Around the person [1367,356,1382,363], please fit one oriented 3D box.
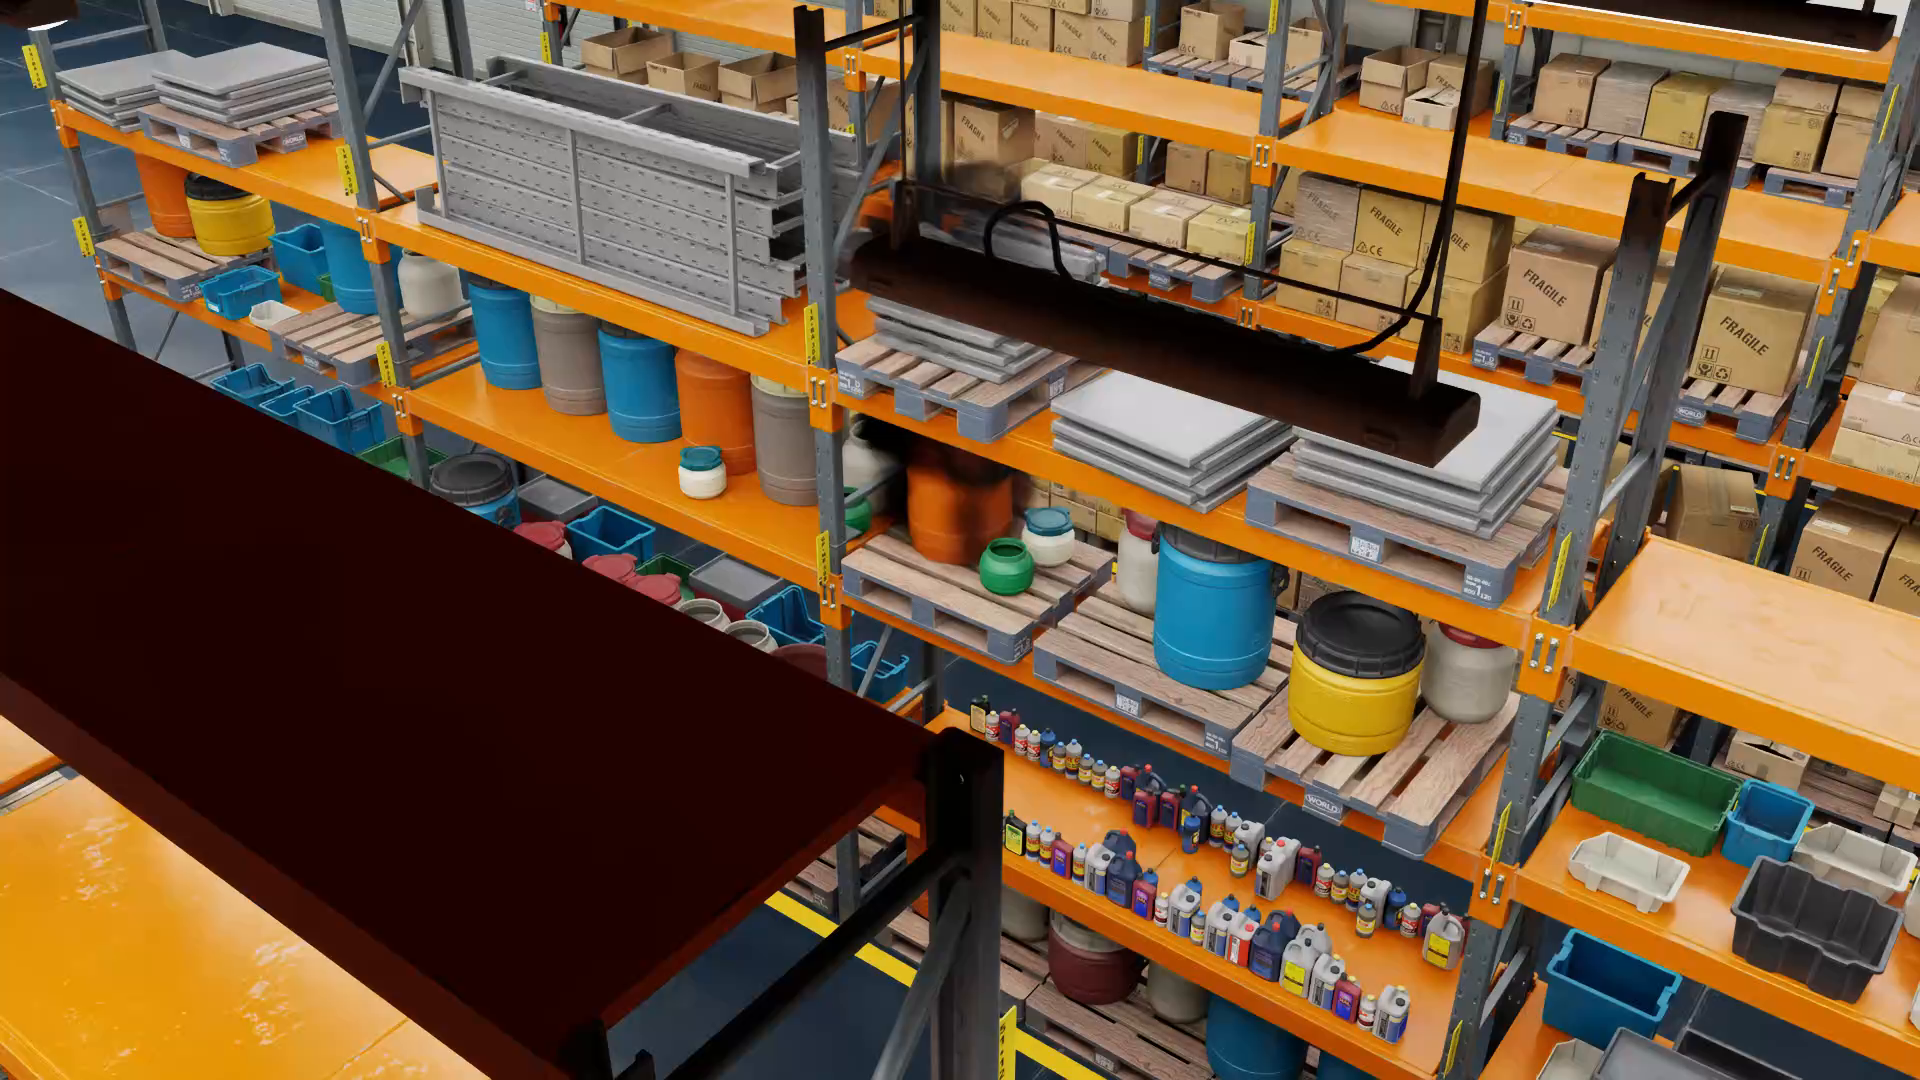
[{"bbox_3d":[3.895,-1.079,15.351,0.976,1.769,0.662,15,34,23],"label":"person"}]
